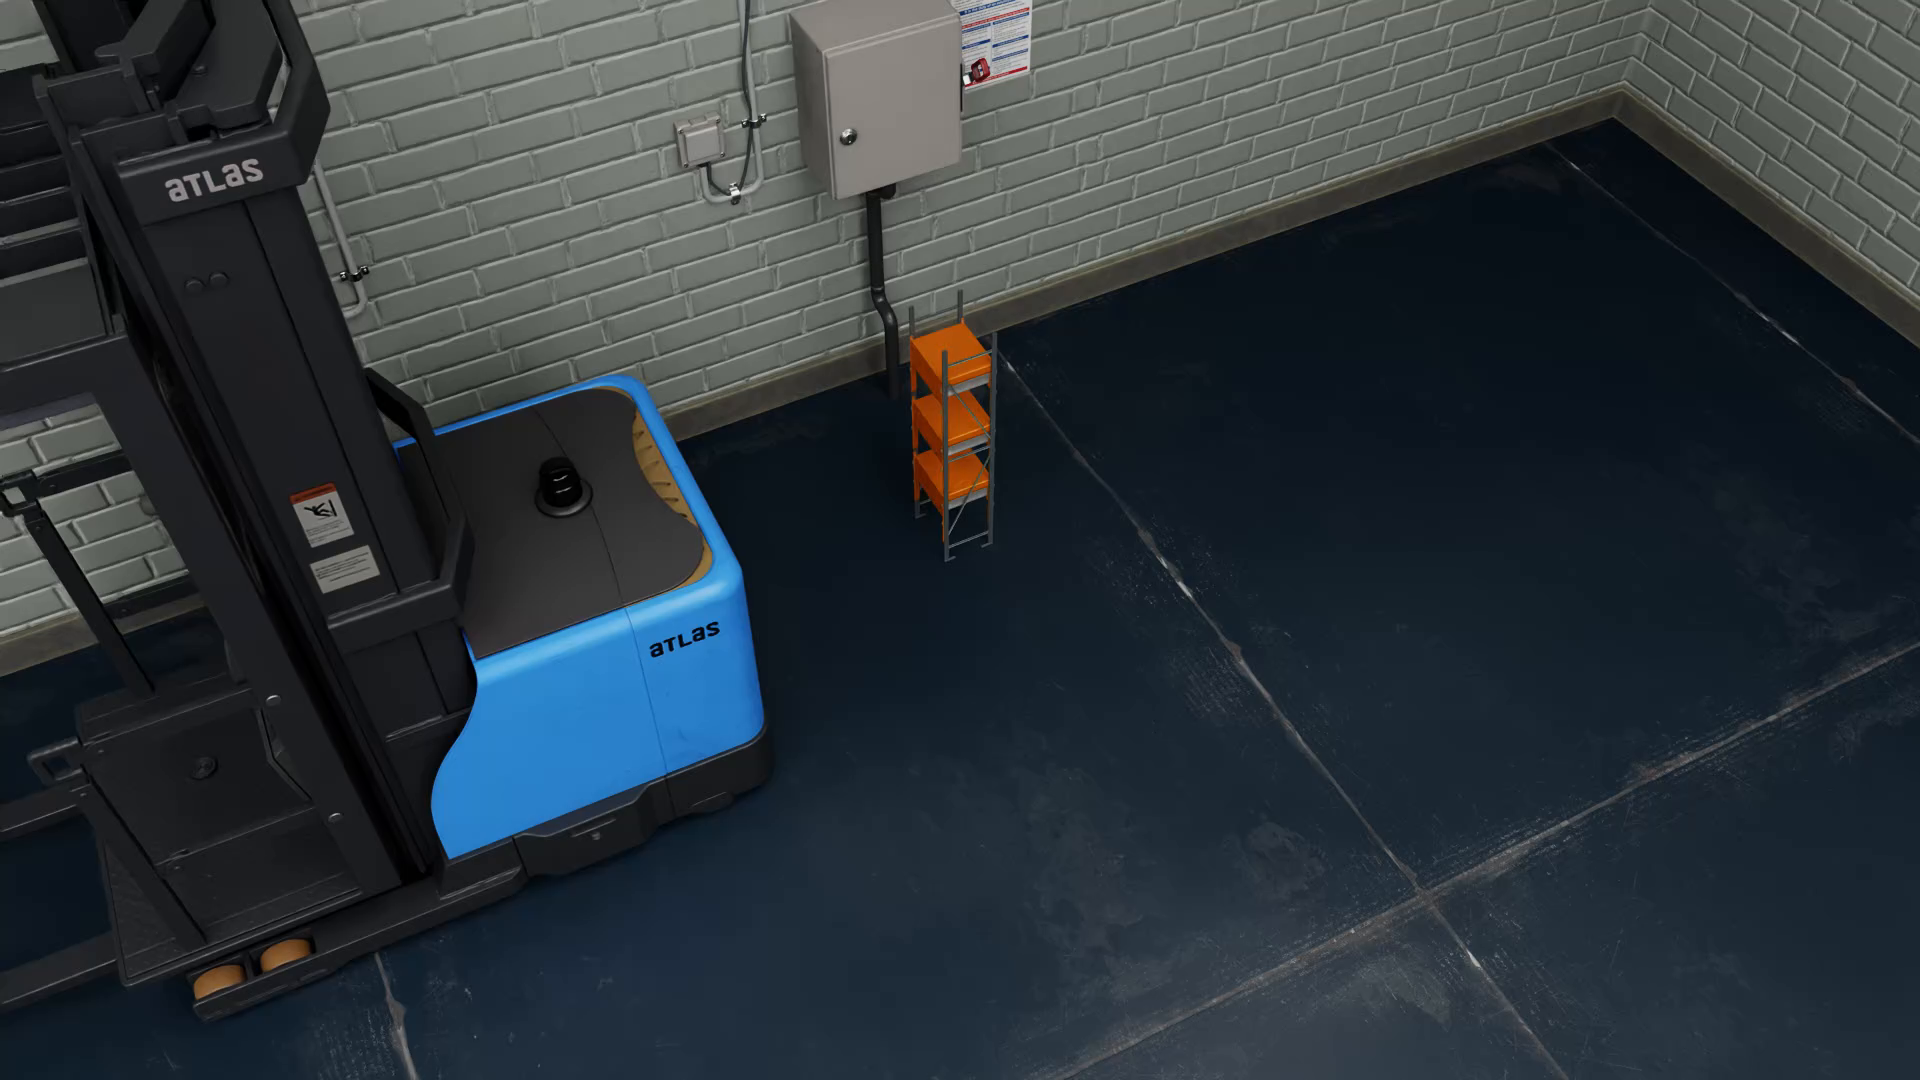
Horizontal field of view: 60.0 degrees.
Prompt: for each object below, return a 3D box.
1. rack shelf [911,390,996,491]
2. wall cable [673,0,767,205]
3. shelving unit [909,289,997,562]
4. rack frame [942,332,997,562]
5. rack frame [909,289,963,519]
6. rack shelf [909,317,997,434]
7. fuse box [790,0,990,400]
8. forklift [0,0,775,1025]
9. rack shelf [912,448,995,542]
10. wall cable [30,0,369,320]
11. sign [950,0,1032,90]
[{"bbox_3d":[-0.024,-0.374,5.894,0.215,0.259,0.240,-21,52,-18],"label":"rack shelf"},{"bbox_3d":[-0.911,-1.774,5.134,0.588,1.984,0.122,-21,52,-18],"label":"wall cable"},{"bbox_3d":[-0.024,-0.381,5.886,0.215,1.050,0.252,-21,52,-18],"label":"shelving unit"},{"bbox_3d":[0.031,-0.300,5.815,0.200,1.050,0.008,-21,52,-18],"label":"rack frame"},{"bbox_3d":[-0.080,-0.463,5.958,0.200,1.050,0.008,-21,52,-18],"label":"rack frame"},{"bbox_3d":[-0.024,-0.561,5.681,0.215,0.259,0.240,-21,52,-18],"label":"rack shelf"},{"bbox_3d":[-0.232,-1.145,6.114,0.539,1.711,0.414,-21,52,-18],"label":"fuse box"},{"bbox_3d":[-2.168,0.006,4.298,3.031,2.935,1.130,-20,52,-17],"label":"forklift"},{"bbox_3d":[-0.024,-0.192,6.103,0.215,0.259,0.240,-21,52,-18],"label":"rack shelf"},{"bbox_3d":[-2.166,-1.288,4.688,0.585,1.953,0.123,-21,52,-18],"label":"wall cable"},{"bbox_3d":[0.113,-1.846,5.935,0.329,0.494,0.001,-21,52,-18],"label":"sign"}]
